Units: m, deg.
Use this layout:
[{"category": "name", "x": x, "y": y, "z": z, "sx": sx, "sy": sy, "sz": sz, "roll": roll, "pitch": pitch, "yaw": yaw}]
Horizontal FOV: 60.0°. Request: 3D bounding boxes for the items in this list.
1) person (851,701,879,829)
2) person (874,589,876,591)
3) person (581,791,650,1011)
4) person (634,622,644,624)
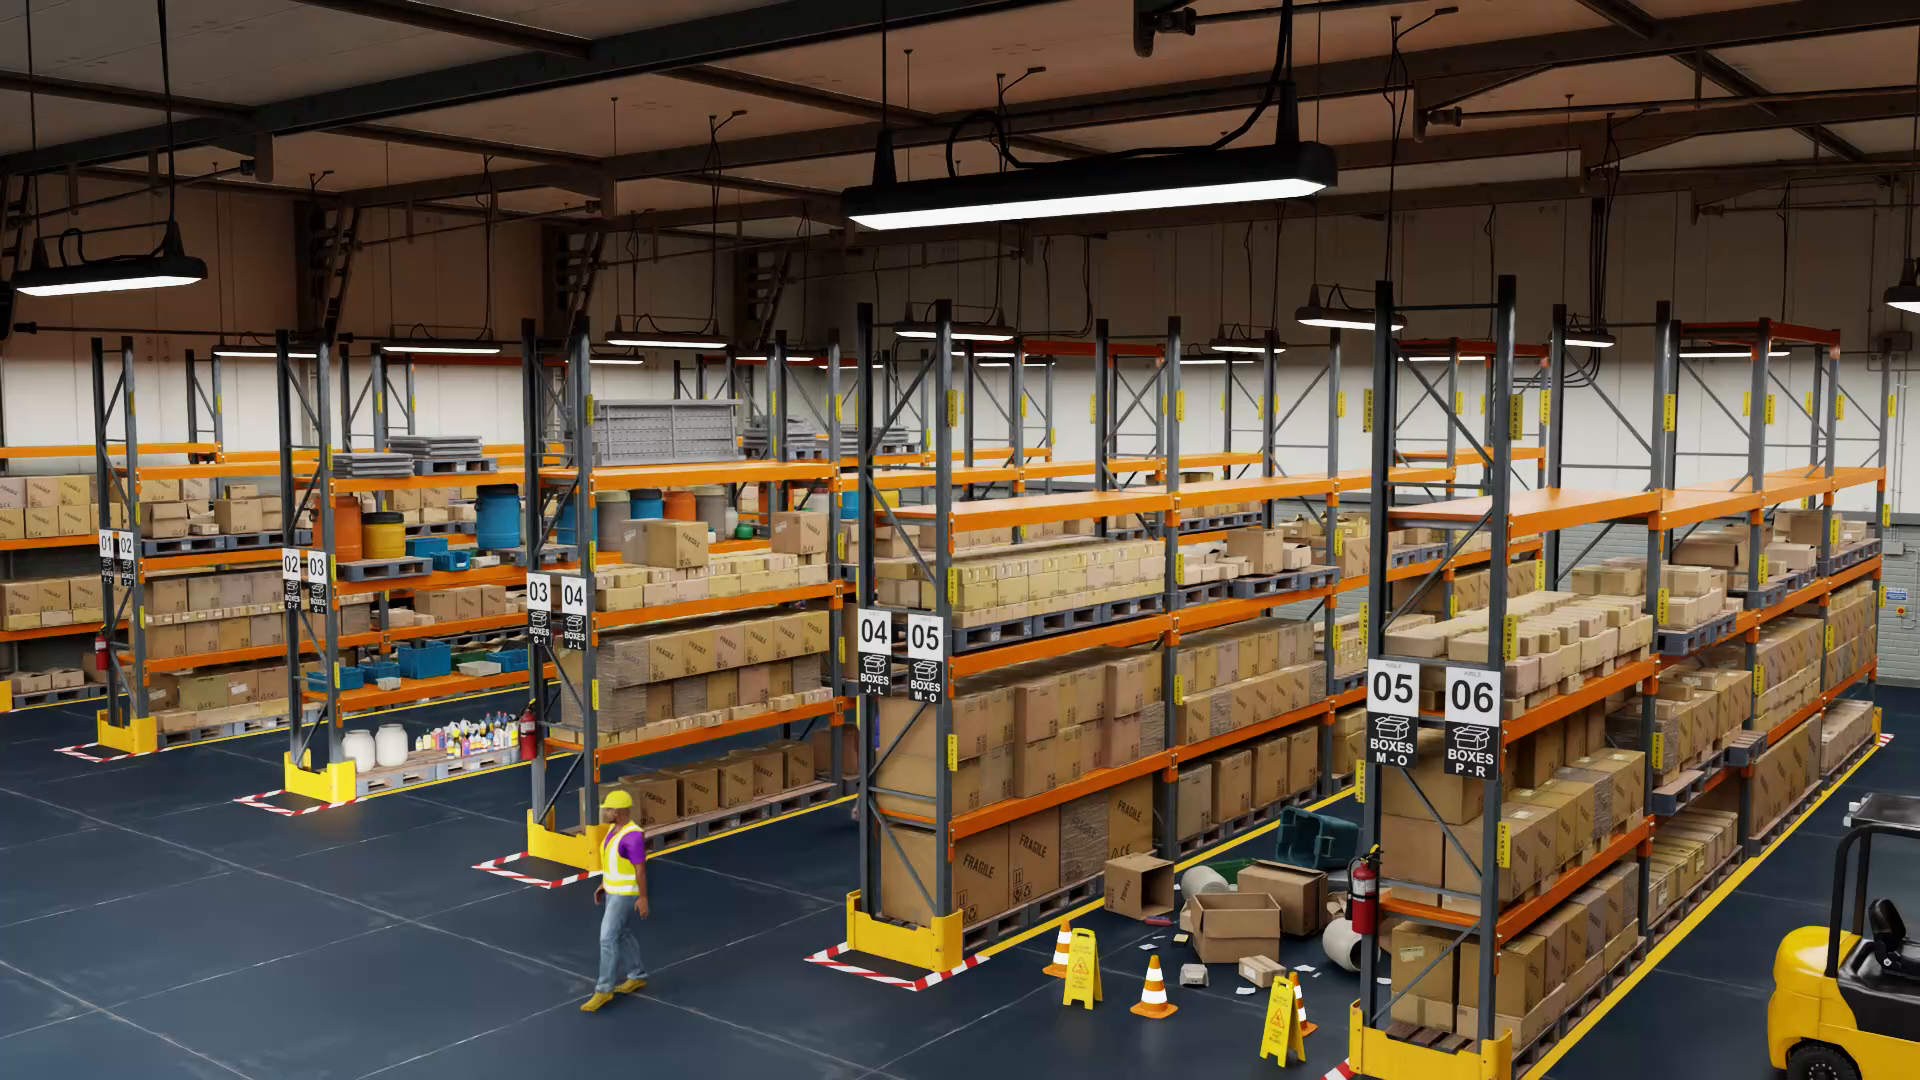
[{"category": "person", "x": -0.983, "y": 2.658, "z": 20.015, "sx": 0.551, "sy": 1.552, "sz": 0.731, "roll": 4, "pitch": 7, "yaw": 40}, {"category": "person", "x": -1.664, "y": 1.363, "z": 34.166, "sx": 0.505, "sy": 1.596, "sz": 1.068, "roll": 3, "pitch": 6, "yaw": 32}, {"category": "person", "x": -3.006, "y": 3.043, "z": 14.278, "sx": 0.668, "sy": 1.762, "sz": 0.655, "roll": -2, "pitch": 6, "yaw": -26}, {"category": "person", "x": -5.828, "y": 1.759, "z": 30.248, "sx": 0.506, "sy": 1.582, "sz": 0.500, "roll": 2, "pitch": 6, "yaw": 26}]
